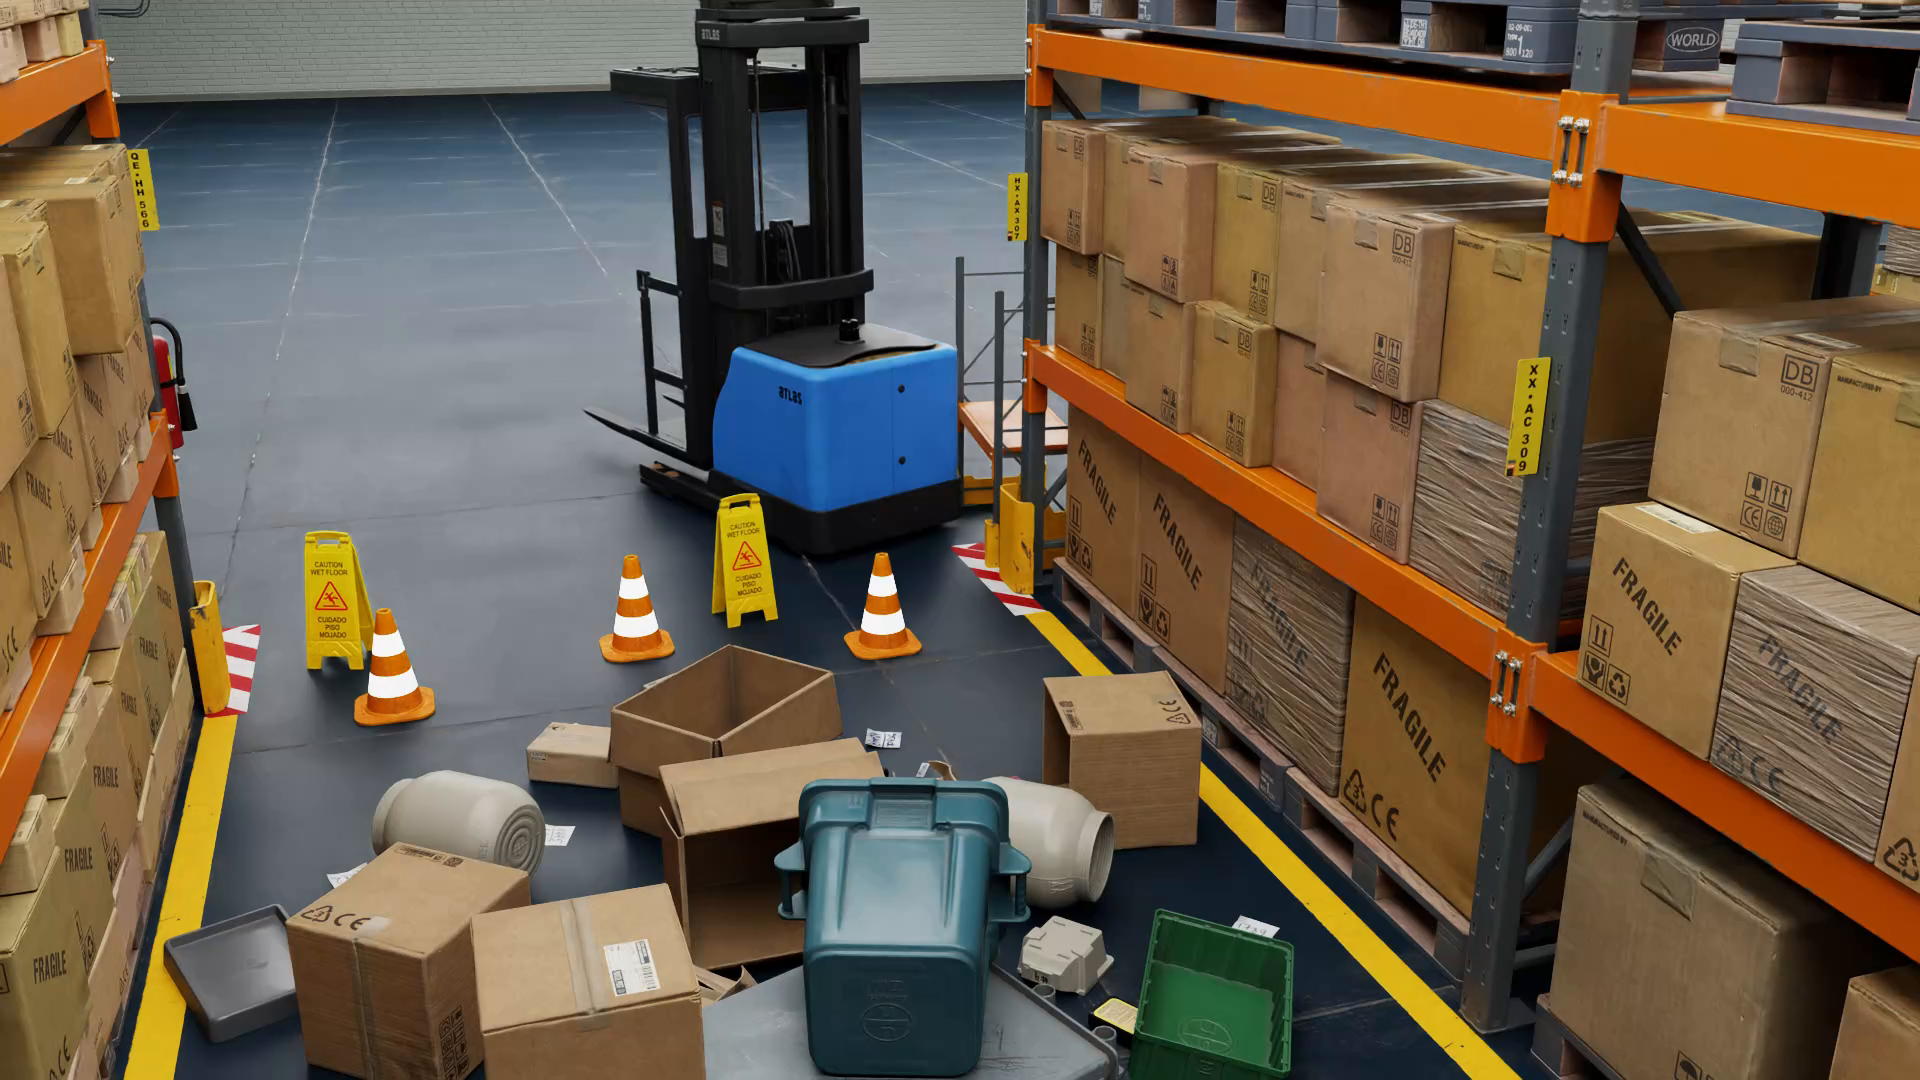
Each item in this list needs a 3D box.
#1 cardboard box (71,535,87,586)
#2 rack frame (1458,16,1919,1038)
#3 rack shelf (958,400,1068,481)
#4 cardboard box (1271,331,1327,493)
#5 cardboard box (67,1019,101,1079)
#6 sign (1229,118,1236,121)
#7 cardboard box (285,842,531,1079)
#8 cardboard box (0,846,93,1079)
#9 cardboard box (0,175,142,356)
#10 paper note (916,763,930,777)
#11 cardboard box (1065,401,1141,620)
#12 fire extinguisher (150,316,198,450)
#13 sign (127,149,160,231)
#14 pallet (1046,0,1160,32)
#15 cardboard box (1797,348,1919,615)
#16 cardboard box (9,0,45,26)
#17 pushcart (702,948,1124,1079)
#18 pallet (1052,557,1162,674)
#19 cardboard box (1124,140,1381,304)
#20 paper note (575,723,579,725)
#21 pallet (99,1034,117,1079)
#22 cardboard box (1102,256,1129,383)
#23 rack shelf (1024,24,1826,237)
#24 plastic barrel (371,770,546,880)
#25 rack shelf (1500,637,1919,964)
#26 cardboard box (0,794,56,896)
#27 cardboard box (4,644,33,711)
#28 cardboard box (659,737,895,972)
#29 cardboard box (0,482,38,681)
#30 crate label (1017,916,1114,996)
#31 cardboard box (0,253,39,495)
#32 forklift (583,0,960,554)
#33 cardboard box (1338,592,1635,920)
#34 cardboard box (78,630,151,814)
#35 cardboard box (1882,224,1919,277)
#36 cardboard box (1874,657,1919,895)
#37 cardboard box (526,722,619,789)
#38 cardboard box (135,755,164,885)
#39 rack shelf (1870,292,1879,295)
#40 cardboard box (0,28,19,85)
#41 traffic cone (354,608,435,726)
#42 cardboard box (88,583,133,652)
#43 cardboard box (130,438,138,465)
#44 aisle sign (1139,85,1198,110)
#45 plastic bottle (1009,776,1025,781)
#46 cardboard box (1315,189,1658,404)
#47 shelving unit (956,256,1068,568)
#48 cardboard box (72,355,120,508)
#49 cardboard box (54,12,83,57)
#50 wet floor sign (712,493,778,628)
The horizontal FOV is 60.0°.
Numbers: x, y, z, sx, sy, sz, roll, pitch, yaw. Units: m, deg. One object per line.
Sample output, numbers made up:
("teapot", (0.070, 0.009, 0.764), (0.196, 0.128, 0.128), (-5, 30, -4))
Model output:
("cardboard box", (-2.896, 0.105, 5.059), (0.380, 0.149, 0.250), (-6, 21, -17))
("rack frame", (2.065, 0.053, 4.832), (1.000, 3.000, 0.127), (-6, 21, -17))
("rack shelf", (0.325, -0.586, 9.361), (0.538, 0.185, 1.000), (-4, 20, -11))
("cardboard box", (1.686, -0.495, 6.135), (0.875, 0.550, 0.550), (-6, 21, -17))
("cardboard box", (-2.531, 1.490, 4.278), (0.500, 0.250, 0.500), (-7, 21, -20))
("sign", (1.328, -1.940, 8.318), (0.100, 0.325, 0.005), (-6, 21, -17))
("cardboard box", (-1.647, 1.298, 5.059), (0.500, 0.500, 0.500), (8, 21, 20))
("cardboard box", (-2.531, 1.137, 4.151), (0.500, 0.500, 0.500), (-5, 20, -15))
("cardboard box", (-3.082, -0.873, 5.344), (0.700, 0.500, 0.500), (-7, 21, -18))
("paper note", (-0.151, 0.939, 6.787), (0.032, 0.001, 0.123), (4, 20, 11))
("cardboard box", (1.084, -0.218, 8.108), (0.875, 0.875, 0.875), (-6, 21, -17))
("fire extinguisher", (-3.458, -0.722, 7.103), (0.296, 0.674, 0.183), (-6, 21, -17))
("sign", (-3.326, -1.419, 6.748), (0.100, 0.325, 0.005), (-6, 21, -17))
("pallet", (1.051, -2.364, 7.254), (1.003, 0.211, 1.213), (-6, 21, -17))
("cardboard box", (2.390, -0.141, 3.745), (0.700, 0.500, 0.500), (-7, 21, -18))
("cardboard box", (-3.118, -1.690, 5.030), (0.500, 0.250, 0.500), (-6, 21, -16))
("pushcart", (-0.453, 1.587, 4.440), (1.648, 0.377, 0.936), (-15, 25, -36))
("pallet", (1.134, 0.330, 8.186), (1.003, 0.211, 1.213), (-6, 21, -17))
("cardboard box", (1.195, -1.326, 6.850), (0.875, 0.550, 0.550), (-6, 21, -17))
("paper note", (-1.673, 0.817, 7.097), (0.148, 0.019, 0.142), (-15, 25, -36))
("pallet", (-2.847, 1.712, 4.338), (1.003, 0.211, 1.213), (-6, 21, -17))
("cardboard box", (1.161, -1.013, 7.577), (0.875, 0.550, 0.550), (-6, 21, -17))
("rack shelf", (1.437, -1.662, 6.233), (1.077, 0.370, 4.000), (-6, 21, -17))
("plastic barrel", (-1.773, 1.042, 5.889), (0.512, 0.421, 0.421), (8, 21, 20))
("rack shelf", (2.694, 1.033, 3.167), (1.077, 0.370, 4.000), (-6, 21, -17))
("cardboard box", (-2.514, 0.785, 4.171), (0.380, 0.149, 0.250), (-6, 21, -16))
("cardboard box", (-2.682, 0.354, 4.366), (0.380, 0.149, 0.250), (-6, 21, -16))
("cardboard box", (-0.602, 1.032, 5.597), (0.797, 0.637, 0.503), (-6, 21, -17))
("cardboard box", (-2.656, 0.095, 4.127), (0.500, 0.500, 0.500), (-6, 21, -17))
("crate label", (0.334, 1.356, 5.439), (0.250, 0.136, 0.298), (12, 23, 30))
("cardboard box", (-2.674, -0.377, 3.961), (0.700, 0.500, 0.500), (-6, 21, -17))
("forklift", (-1.321, -1.728, 9.892), (1.130, 2.935, 3.031), (-16, 25, -37))
("cardboard box", (1.934, 0.646, 5.703), (0.875, 0.875, 0.875), (-6, 21, -16))
("cardboard box", (-3.041, 0.630, 5.561), (0.500, 0.500, 0.500), (-7, 21, -18))
("cardboard box", (5.695, -1.733, 9.216), (0.875, 0.500, 0.500), (-6, 21, -17))
("cardboard box", (2.289, 0.526, 3.367), (0.500, 0.500, 0.500), (-6, 21, -17))
("cardboard box", (-1.530, 0.875, 6.760), (0.380, 0.149, 0.250), (4, 20, 11))
("cardboard box", (-3.025, 0.989, 5.671), (0.500, 0.250, 0.500), (-7, 21, -19))
("rack shelf", (6.177, -0.745, 8.117), (1.077, 0.370, 4.000), (-6, 21, -17))
("cardboard box", (-2.957, -1.393, 4.791), (0.380, 0.149, 0.250), (-7, 21, -18))
("traffic cone", (-2.500, 0.522, 7.277), (0.336, 0.463, 0.334), (-6, 21, -17))
("cardboard box", (-3.024, 0.272, 5.600), (0.380, 0.149, 0.250), (-5, 20, -15))
("cardboard box", (-3.294, -0.303, 6.194), (0.380, 0.149, 0.250), (-7, 21, -18))
("aisle sign", (1.071, -2.509, 8.118), (0.394, 0.787, 0.004), (-6, 21, -17))
("plastic bottle", (0.148, 1.009, 6.516), (0.283, 0.061, 0.133), (-15, 25, -36))
("cardboard box", (1.699, -0.812, 5.421), (0.875, 0.550, 0.550), (-6, 21, -17))
("shelving unit", (0.327, -0.752, 9.291), (0.587, 1.500, 1.083), (-4, 20, -11))
("cardboard box", (-3.120, -0.392, 5.484), (0.500, 0.500, 0.500), (-6, 21, -17))
("cardboard box", (-3.372, -1.805, 5.938), (0.380, 0.149, 0.250), (-6, 21, -17))
("wet floor sign", (-1.081, 0.078, 8.244), (0.267, 0.644, 0.232), (-10, 22, -27))
